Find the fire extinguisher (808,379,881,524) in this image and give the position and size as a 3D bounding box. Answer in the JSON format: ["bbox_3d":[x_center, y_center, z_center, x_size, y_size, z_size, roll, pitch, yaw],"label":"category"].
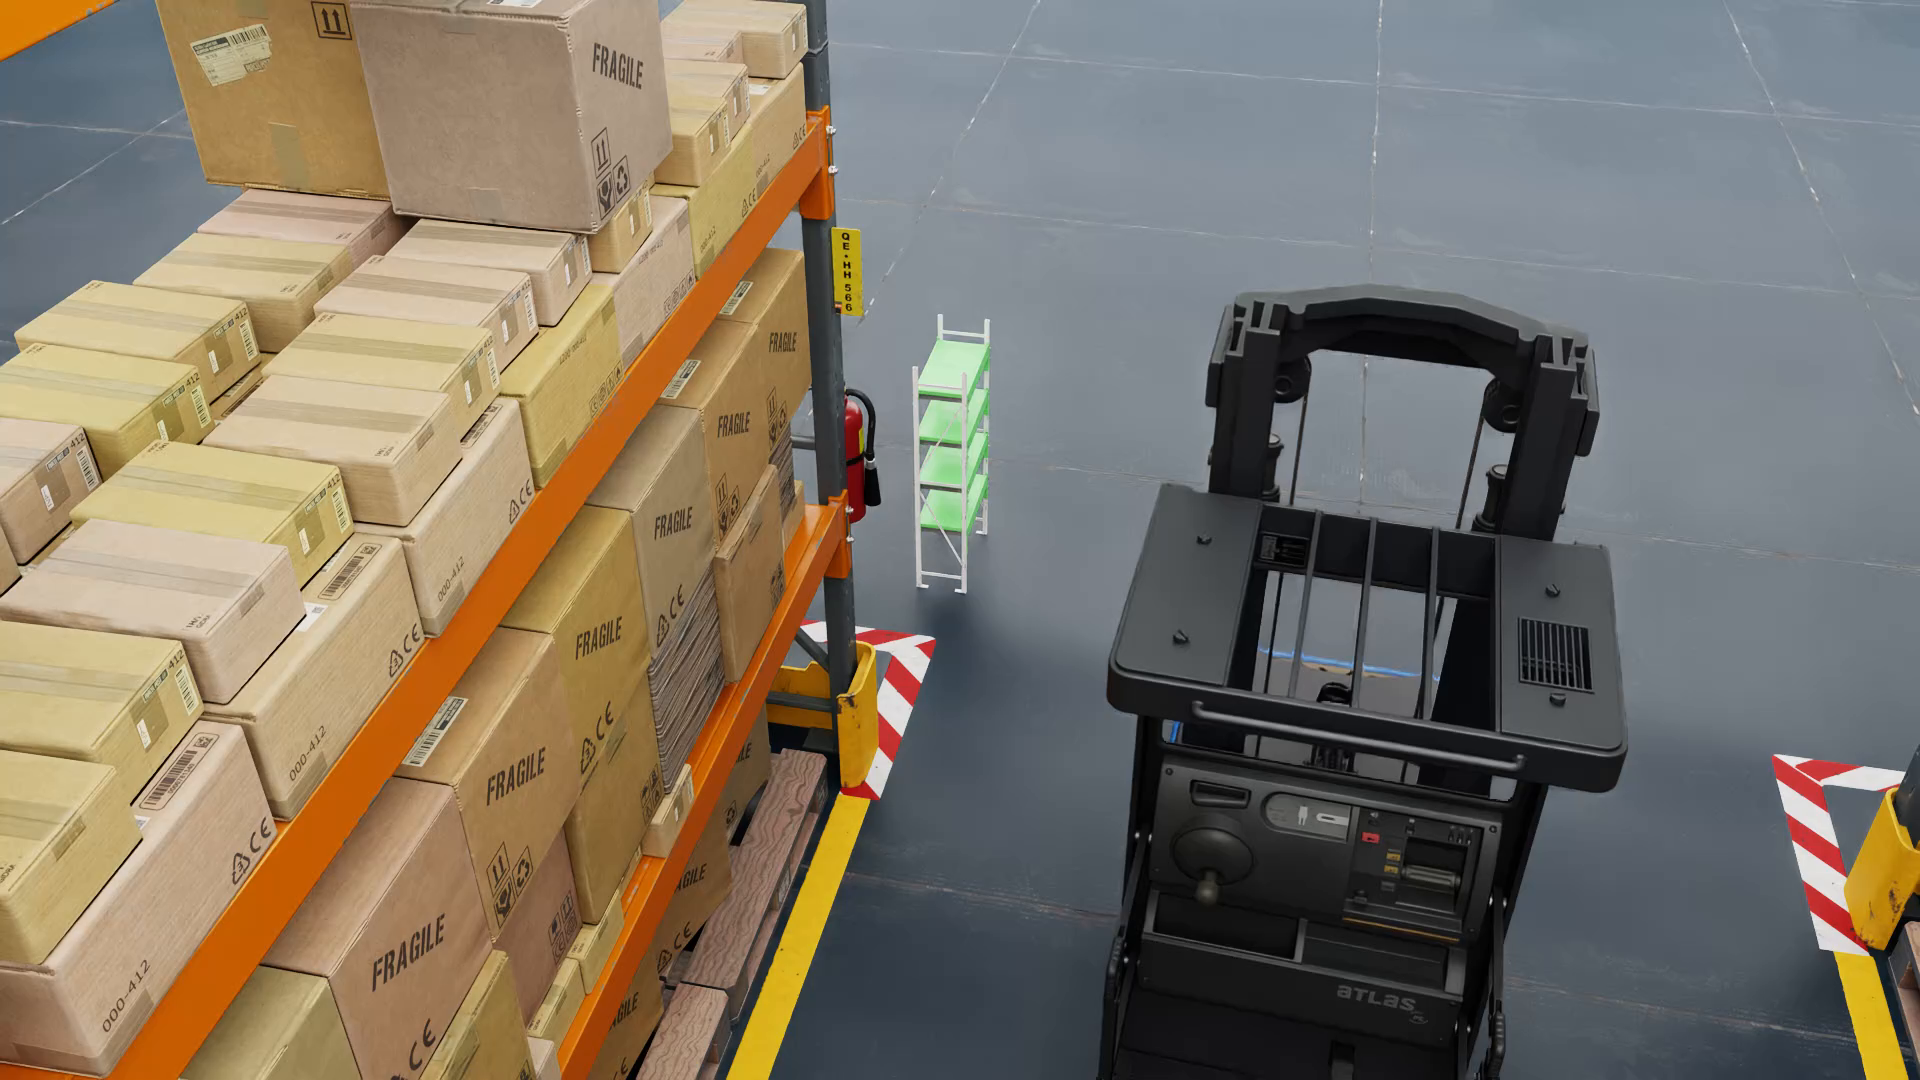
[{"bbox_3d":[-0.449,-0.378,6.282,0.296,0.674,0.183,7,37,10],"label":"fire extinguisher"}]

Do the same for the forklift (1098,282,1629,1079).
[{"bbox_3d":[0.957,0.936,4.461,1.130,2.935,3.031,9,37,12],"label":"forklift"}]

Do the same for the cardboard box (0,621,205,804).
[{"bbox_3d":[-1.417,0.267,2.557,0.380,0.149,0.250,6,36,8],"label":"cardboard box"}]

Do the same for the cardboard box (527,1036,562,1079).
[{"bbox_3d":[-1.208,1.336,4.064,0.380,0.149,0.250,7,37,10],"label":"cardboard box"}]

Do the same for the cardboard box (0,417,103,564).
[{"bbox_3d":[-1.842,-0.104,3.070,0.380,0.149,0.250,6,36,9],"label":"cardboard box"}]

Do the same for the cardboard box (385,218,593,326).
[{"bbox_3d":[-1.067,-0.623,3.785,0.380,0.149,0.250,6,36,8],"label":"cardboard box"}]

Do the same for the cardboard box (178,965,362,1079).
[{"bbox_3d":[-1.433,1.099,2.986,0.500,0.500,0.500,7,37,10],"label":"cardboard box"}]

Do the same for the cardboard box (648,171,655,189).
[{"bbox_3d":[-1.004,-0.941,4.224,0.380,0.149,0.250,8,37,11],"label":"cardboard box"}]

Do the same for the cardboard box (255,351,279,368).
[{"bbox_3d":[-1.599,-0.433,3.863,0.500,0.250,0.500,8,37,11],"label":"cardboard box"}]

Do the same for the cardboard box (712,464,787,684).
[{"bbox_3d":[-1.057,0.051,5.285,0.875,0.500,0.500,7,37,10],"label":"cardboard box"}]

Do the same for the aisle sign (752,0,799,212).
[{"bbox_3d":[-0.617,-1.452,5.483,0.394,0.787,0.004,7,37,10],"label":"aisle sign"}]

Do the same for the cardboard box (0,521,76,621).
[{"bbox_3d":[-1.814,0.145,3.065,0.500,0.250,0.500,8,37,11],"label":"cardboard box"}]

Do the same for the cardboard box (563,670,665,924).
[{"bbox_3d":[-1.325,0.617,4.504,0.875,0.500,0.500,7,37,10],"label":"cardboard box"}]

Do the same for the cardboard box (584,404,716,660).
[{"bbox_3d":[-1.010,-0.048,4.569,0.500,0.500,0.500,7,37,10],"label":"cardboard box"}]

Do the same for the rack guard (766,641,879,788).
[{"bbox_3d":[-0.940,0.654,6.922,1.175,0.500,0.348,7,37,10],"label":"rack guard"}]

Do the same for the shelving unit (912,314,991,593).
[{"bbox_3d":[-0.035,-0.391,7.767,0.258,1.200,0.503,7,37,10],"label":"shelving unit"}]

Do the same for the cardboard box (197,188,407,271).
[{"bbox_3d":[-1.527,-0.698,3.889,0.380,0.149,0.250,7,37,9],"label":"cardboard box"}]

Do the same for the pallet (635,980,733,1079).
[{"bbox_3d":[-1.411,1.929,5.408,1.003,0.211,1.213,7,37,10],"label":"pallet"}]

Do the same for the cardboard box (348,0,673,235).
[{"bbox_3d":[-1.007,-1.059,3.835,0.500,0.500,0.500,7,37,10],"label":"cardboard box"}]

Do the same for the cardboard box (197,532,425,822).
[{"bbox_3d":[-1.324,0.208,2.979,0.500,0.250,0.500,7,37,10],"label":"cardboard box"}]

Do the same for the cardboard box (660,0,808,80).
[{"bbox_3d":[-0.678,-1.519,5.022,0.380,0.149,0.250,7,37,10],"label":"cardboard box"}]

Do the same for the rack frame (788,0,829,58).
[{"bbox_3d":[-0.924,-2.831,4.488,1.000,3.000,0.127,7,37,10],"label":"rack frame"}]

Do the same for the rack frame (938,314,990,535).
[{"bbox_3d":[0.017,-0.531,7.960,0.240,1.200,0.015,7,37,10],"label":"rack frame"}]

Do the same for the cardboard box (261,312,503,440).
[{"bbox_3d":[-1.166,-0.324,3.373,0.380,0.149,0.250,7,36,9],"label":"cardboard box"}]

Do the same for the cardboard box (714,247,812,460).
[{"bbox_3d":[-0.800,-0.621,5.361,0.500,0.500,0.500,7,37,10],"label":"cardboard box"}]

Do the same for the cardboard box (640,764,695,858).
[{"bbox_3d":[-1.001,0.762,4.856,0.380,0.149,0.250,7,37,10],"label":"cardboard box"}]

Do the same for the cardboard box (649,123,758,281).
[{"bbox_3d":[-0.882,-0.961,4.592,0.500,0.250,0.500,8,37,10],"label":"cardboard box"}]

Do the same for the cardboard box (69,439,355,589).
[{"bbox_3d":[-1.328,-0.032,2.970,0.380,0.149,0.250,8,37,11],"label":"cardboard box"}]

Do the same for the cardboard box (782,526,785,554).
[{"bbox_3d":[-0.837,0.032,5.863,0.380,0.149,0.250,7,37,10],"label":"cardboard box"}]

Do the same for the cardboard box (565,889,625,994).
[{"bbox_3d":[-1.131,1.046,4.465,0.380,0.149,0.250,7,37,10],"label":"cardboard box"}]

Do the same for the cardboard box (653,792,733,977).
[{"bbox_3d":[-1.167,1.143,5.889,0.500,0.500,0.500,17,39,22],"label":"cardboard box"}]

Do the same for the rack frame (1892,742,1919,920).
[{"bbox_3d":[3.915,0.219,5.392,1.000,3.000,0.127,7,37,10],"label":"rack frame"}]

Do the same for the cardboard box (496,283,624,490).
[{"bbox_3d":[-1.102,-0.379,3.789,0.500,0.250,0.500,7,36,9],"label":"cardboard box"}]

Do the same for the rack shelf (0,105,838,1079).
[{"bbox_3d":[-1.351,-0.179,3.997,1.077,0.370,4.000,7,37,10],"label":"rack shelf"}]

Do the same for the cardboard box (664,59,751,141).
[{"bbox_3d":[-0.799,-1.214,4.601,0.380,0.149,0.250,6,36,8],"label":"cardboard box"}]

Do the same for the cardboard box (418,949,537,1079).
[{"bbox_3d":[-1.480,1.198,3.702,0.875,0.500,0.500,7,37,10],"label":"cardboard box"}]

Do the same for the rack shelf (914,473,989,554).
[{"bbox_3d":[-0.035,-0.145,7.945,0.258,0.148,0.480,7,37,10],"label":"rack shelf"}]

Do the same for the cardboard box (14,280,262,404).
[{"bbox_3d":[-1.714,-0.403,3.482,0.380,0.149,0.250,9,37,12],"label":"cardboard box"}]

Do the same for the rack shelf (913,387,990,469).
[{"bbox_3d":[-0.035,-0.534,7.664,0.258,0.148,0.480,7,37,10],"label":"rack shelf"}]

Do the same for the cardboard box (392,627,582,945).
[{"bbox_3d":[-1.221,0.526,3.778,0.500,0.500,0.500,7,37,10],"label":"cardboard box"}]
